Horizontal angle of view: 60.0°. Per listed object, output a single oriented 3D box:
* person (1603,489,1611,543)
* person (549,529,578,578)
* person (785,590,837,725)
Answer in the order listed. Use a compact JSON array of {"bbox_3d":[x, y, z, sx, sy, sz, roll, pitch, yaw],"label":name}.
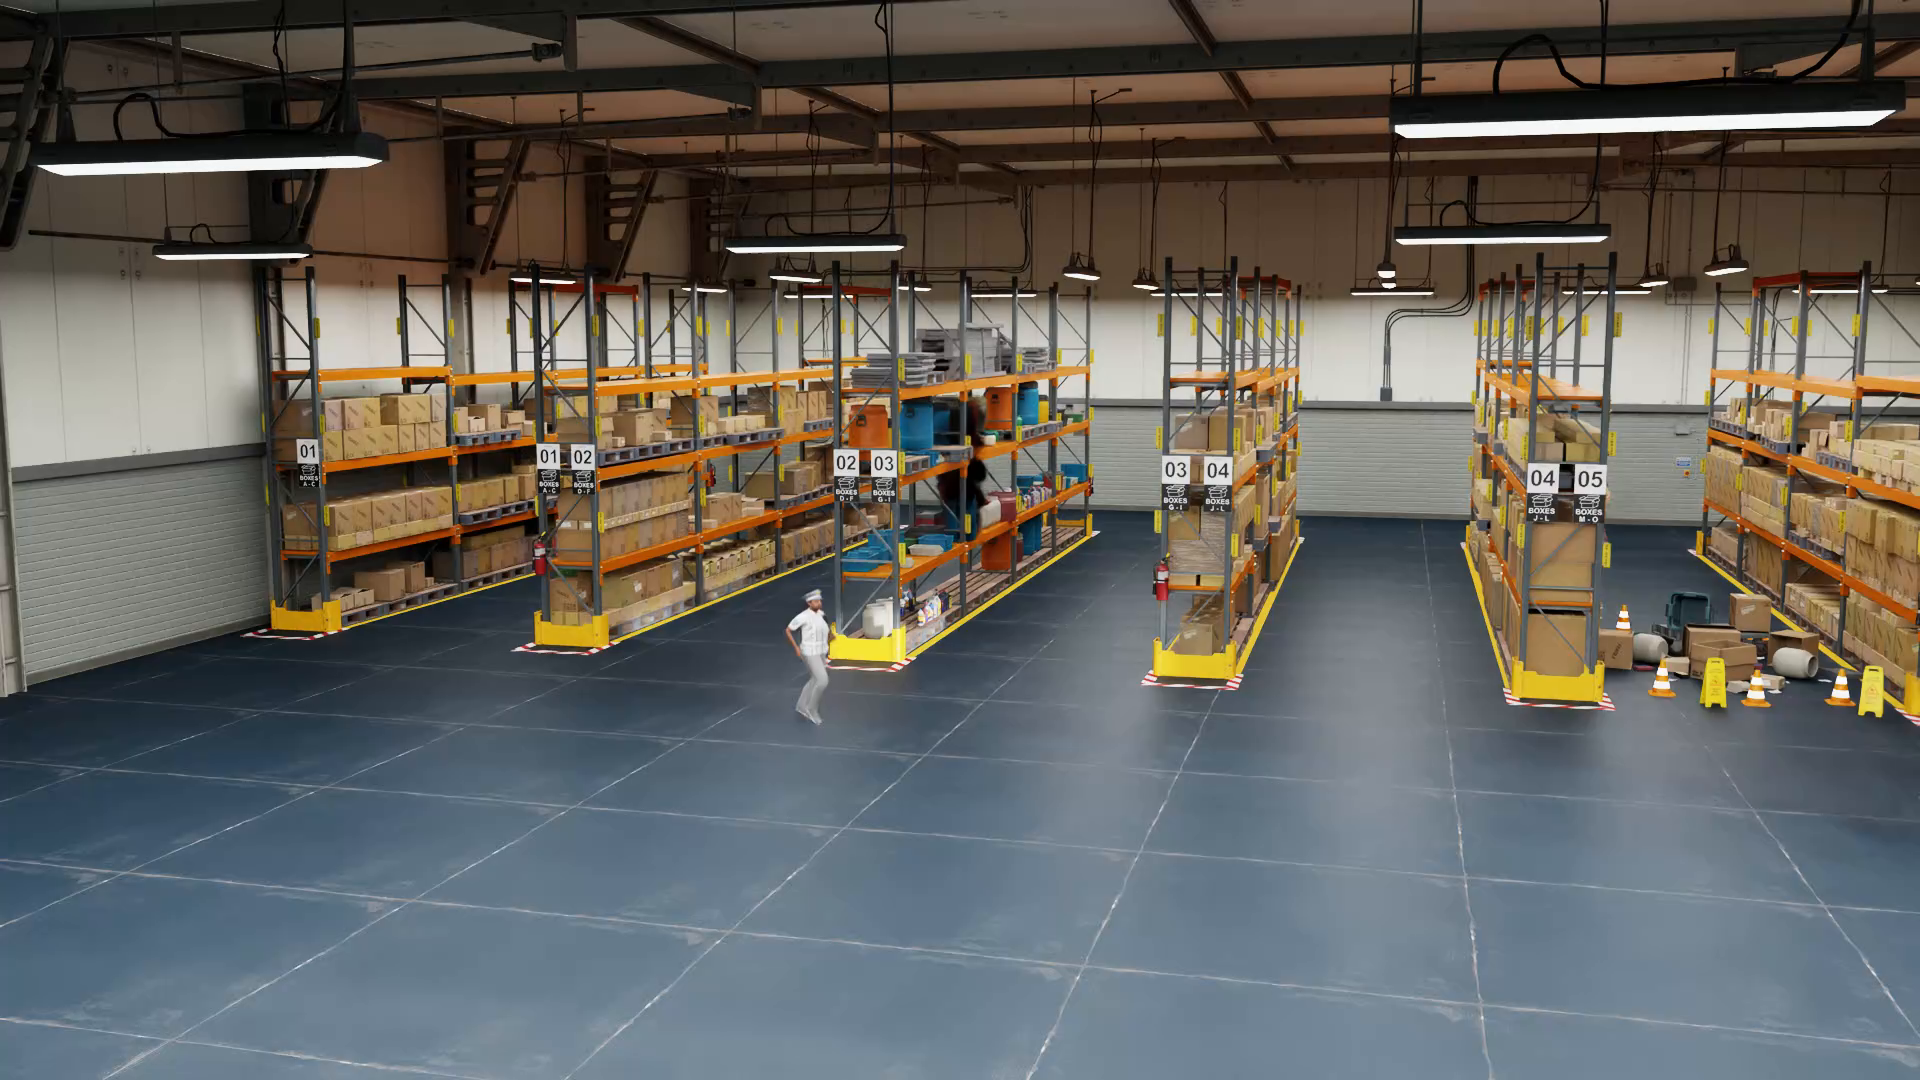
[{"bbox_3d":[14.664,-0.679,38.324,0.644,1.652,0.547,1,7,10],"label":"person"},{"bbox_3d":[-6.971,0.371,29.489,0.680,1.777,0.884,1,7,11],"label":"person"},{"bbox_3d":[-1.854,1.487,21.221,0.713,1.731,0.542,5,9,32],"label":"person"}]
